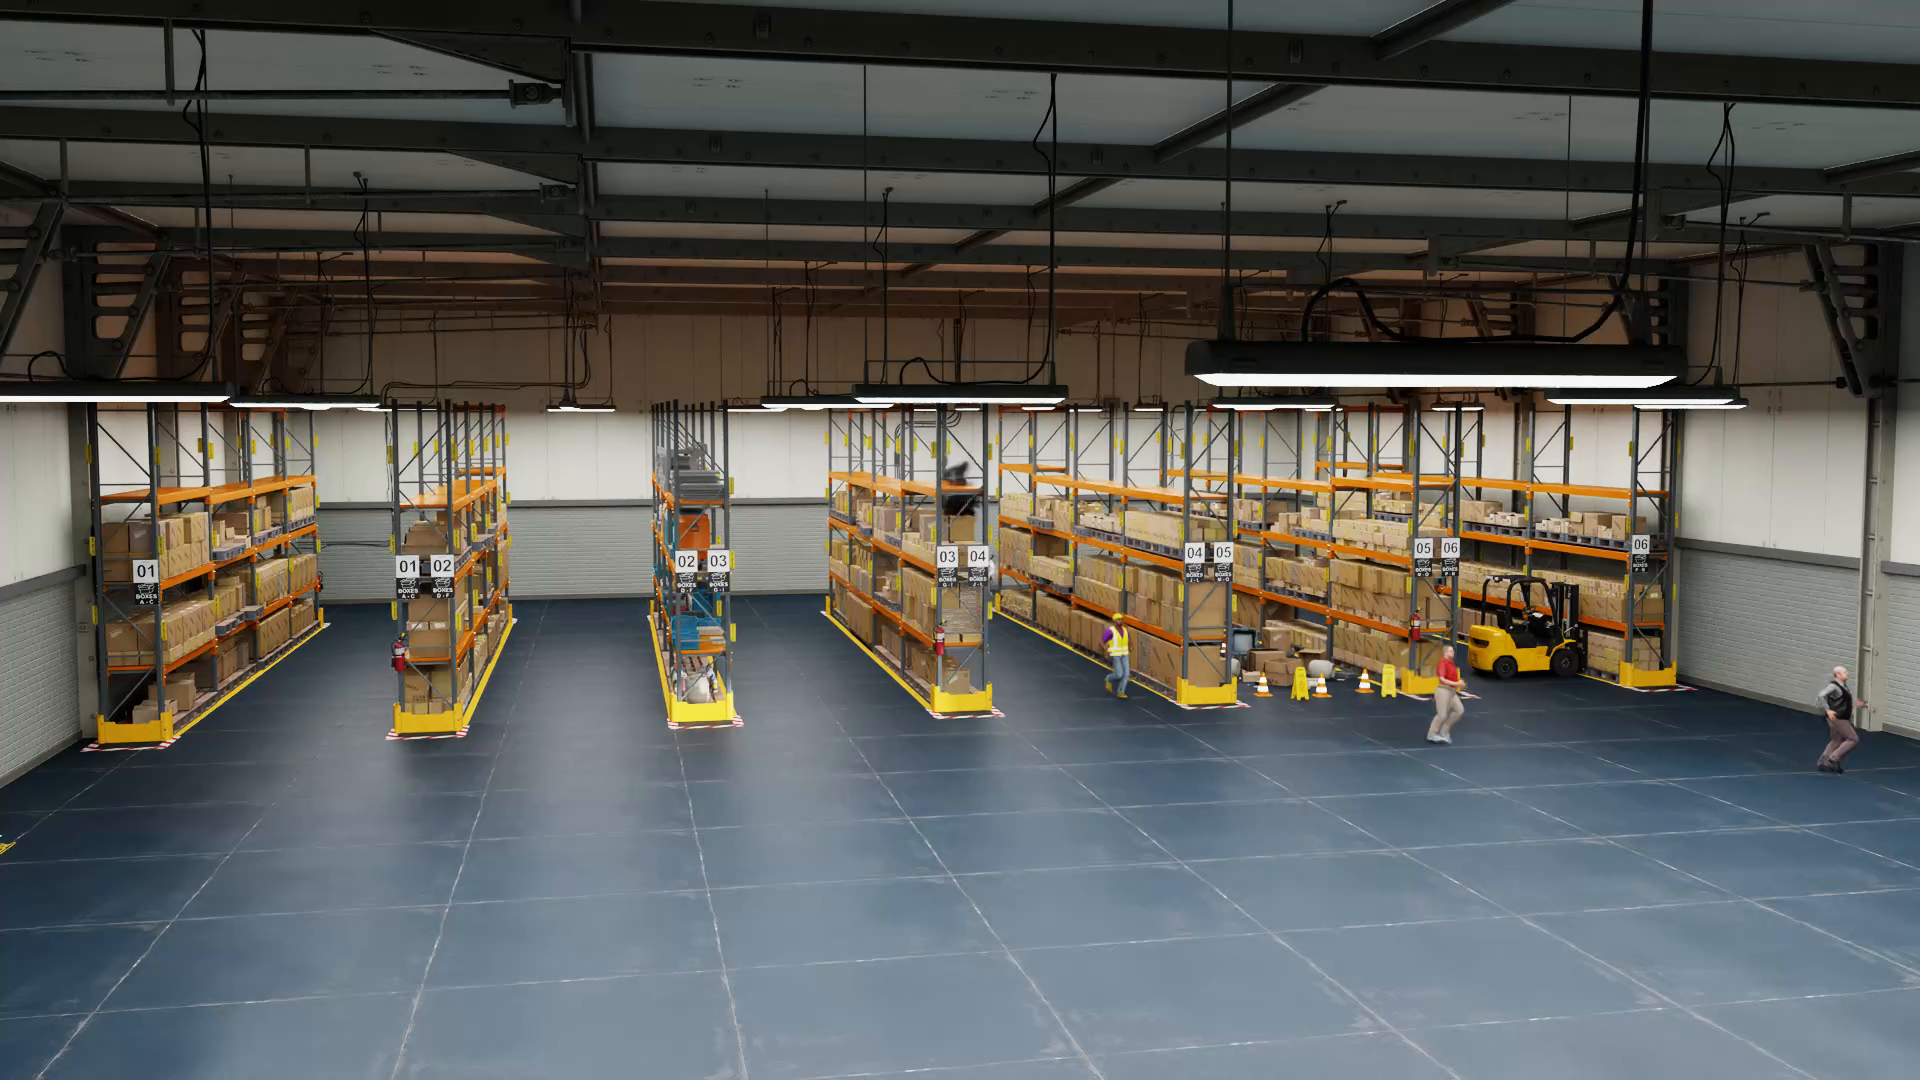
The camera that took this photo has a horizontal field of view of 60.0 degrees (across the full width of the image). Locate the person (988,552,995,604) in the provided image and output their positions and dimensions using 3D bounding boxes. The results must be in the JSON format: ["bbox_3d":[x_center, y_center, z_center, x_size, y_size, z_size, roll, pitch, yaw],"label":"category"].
[{"bbox_3d":[0.854,1.175,49.862,0.538,1.647,0.739,-2,5,-24],"label":"person"}]

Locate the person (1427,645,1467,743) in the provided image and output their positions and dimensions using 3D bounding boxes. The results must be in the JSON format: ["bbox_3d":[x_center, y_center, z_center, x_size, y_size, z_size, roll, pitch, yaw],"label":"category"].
[{"bbox_3d":[8.504,2.705,28.929,0.702,1.760,0.693,3,5,36],"label":"person"}]

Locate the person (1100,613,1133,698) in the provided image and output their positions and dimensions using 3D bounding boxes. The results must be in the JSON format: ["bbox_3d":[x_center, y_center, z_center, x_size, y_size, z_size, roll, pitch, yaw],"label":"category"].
[{"bbox_3d":[3.208,2.329,33.632,0.689,1.706,0.605,-2,5,-26],"label":"person"}]

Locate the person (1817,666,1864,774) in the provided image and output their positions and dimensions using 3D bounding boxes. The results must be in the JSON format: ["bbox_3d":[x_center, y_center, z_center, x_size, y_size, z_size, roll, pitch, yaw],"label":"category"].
[{"bbox_3d":[14.039,2.866,26.497,0.642,1.699,0.641,3,5,37],"label":"person"}]
